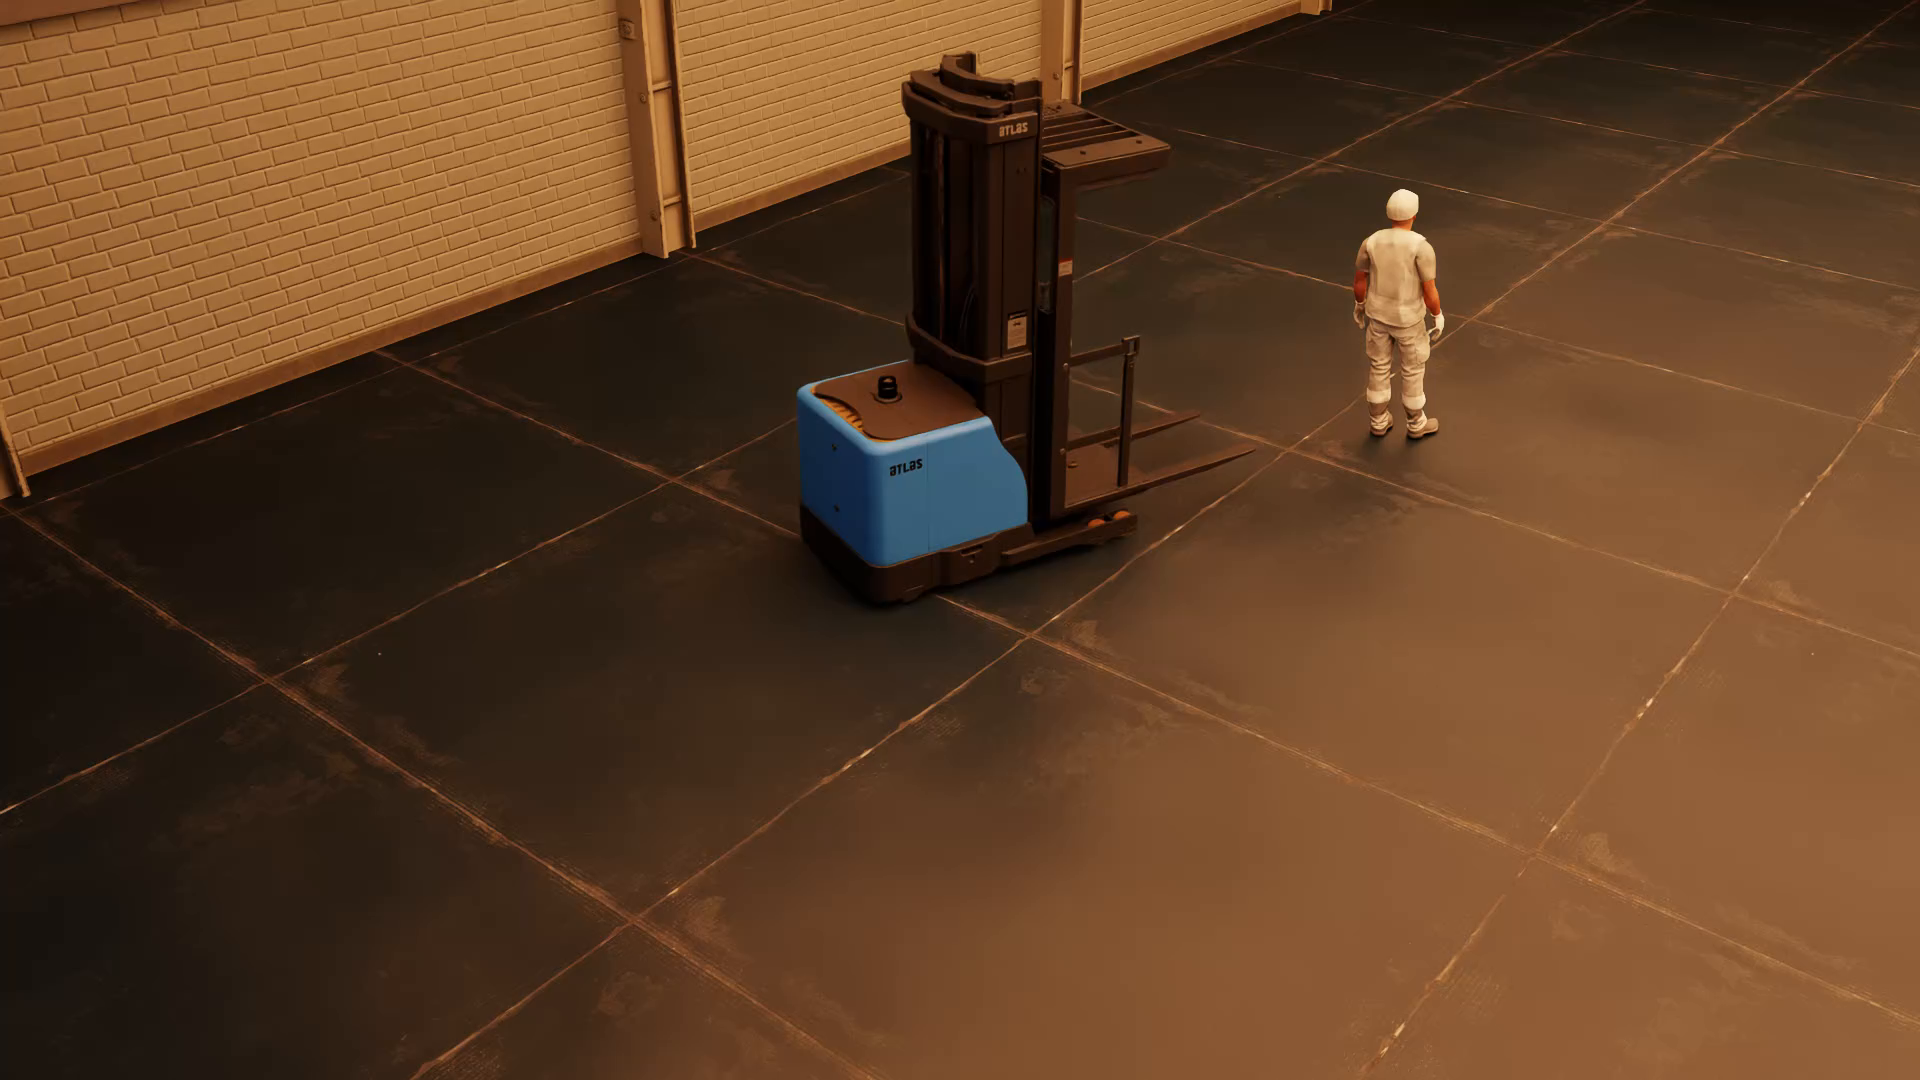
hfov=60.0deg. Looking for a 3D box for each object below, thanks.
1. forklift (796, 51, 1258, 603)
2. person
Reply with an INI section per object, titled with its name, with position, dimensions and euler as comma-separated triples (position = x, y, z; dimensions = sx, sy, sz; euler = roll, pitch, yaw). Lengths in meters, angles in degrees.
[forklift]
position = 0.529, -1.440, 10.059
dimensions = 3.031, 2.935, 1.130
euler = -17, 34, -27
[person]
position = 3.020, -1.554, 11.372
dimensions = 0.638, 1.787, 0.565
euler = 21, 36, 32
